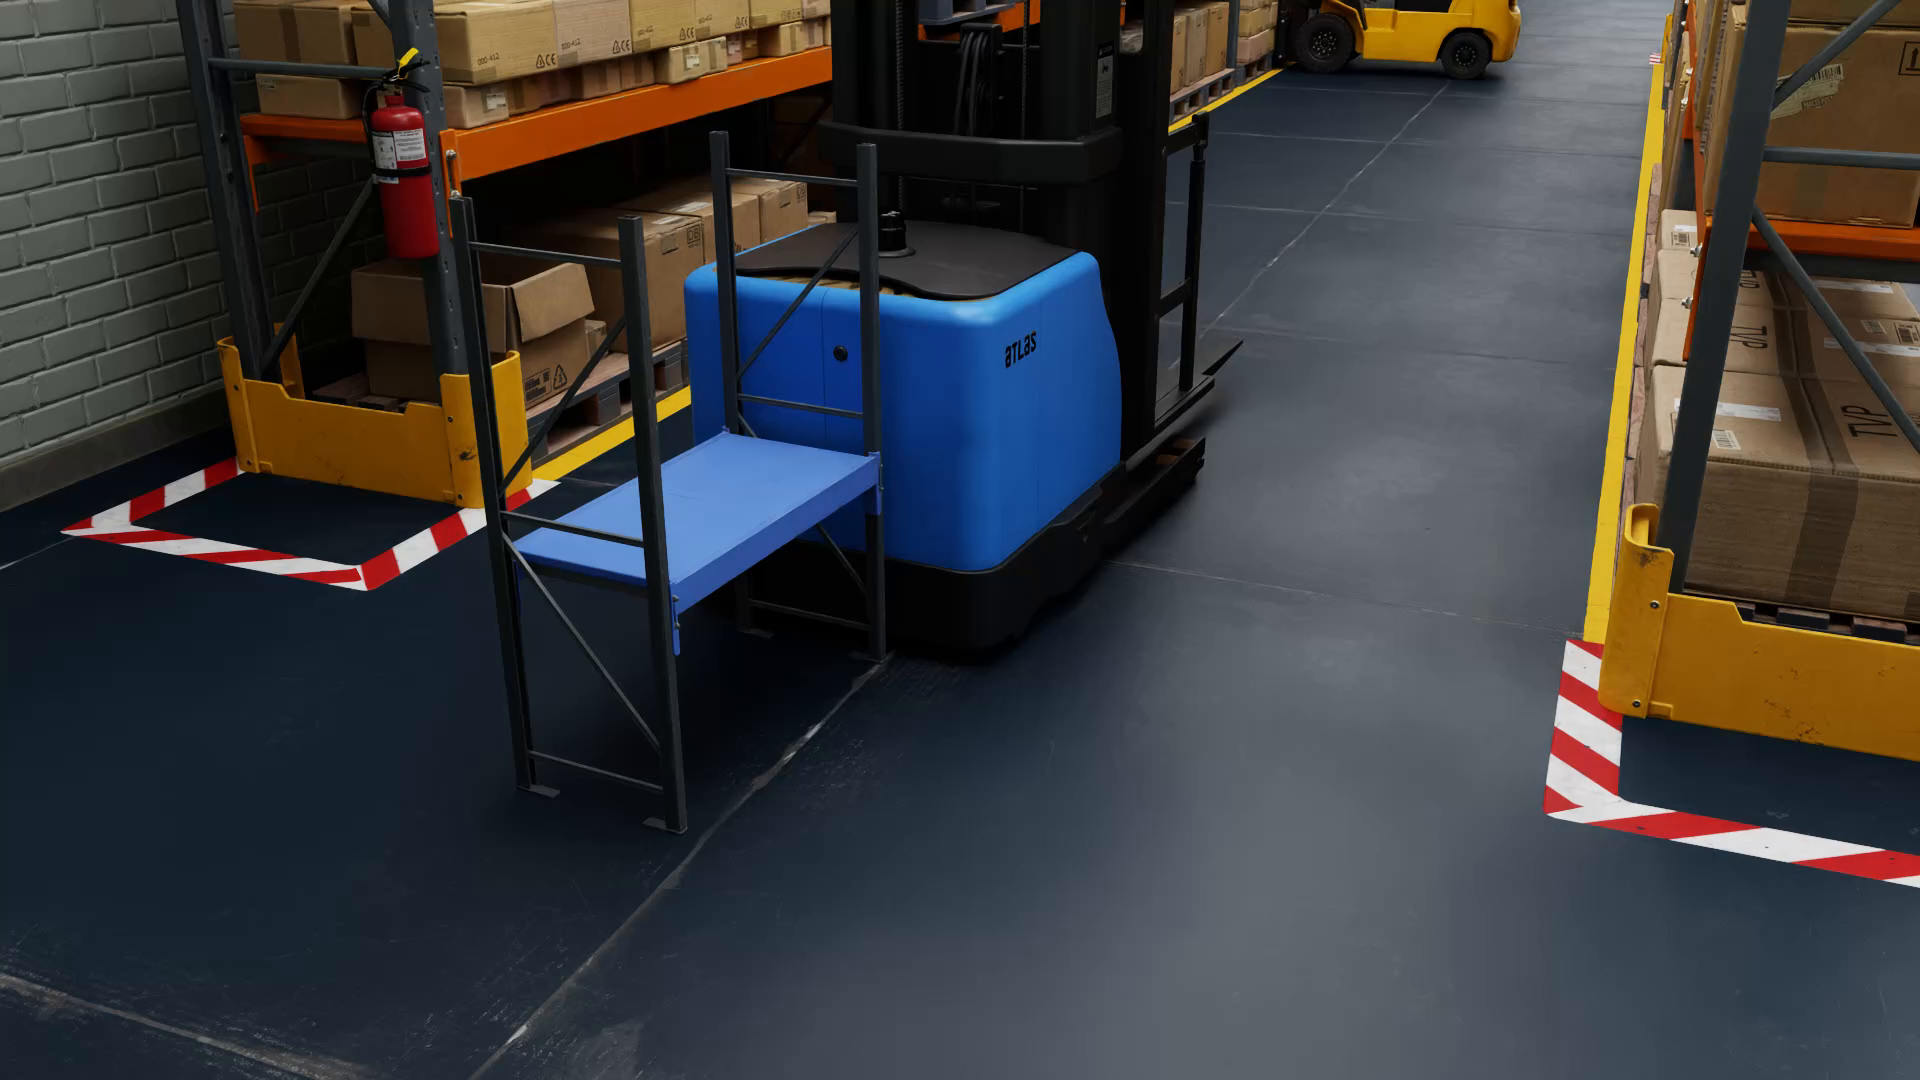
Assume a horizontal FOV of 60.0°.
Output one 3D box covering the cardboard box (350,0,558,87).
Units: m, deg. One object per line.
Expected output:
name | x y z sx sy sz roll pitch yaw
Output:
cardboard box | -1.806 -1.799 5.973 0.500 0.250 0.500 9 24 20

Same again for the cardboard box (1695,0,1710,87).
cardboard box | 3.263 -2.065 6.673 0.500 0.500 0.500 9 24 20

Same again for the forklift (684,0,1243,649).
forklift | 0.275 -1.569 5.704 1.130 2.935 3.031 11 25 24

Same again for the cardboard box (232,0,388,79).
cardboard box | -2.301 -1.878 6.162 0.500 0.250 0.500 10 24 22

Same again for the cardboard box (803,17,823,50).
cardboard box | -0.896 -2.489 8.144 0.380 0.149 0.250 9 24 21

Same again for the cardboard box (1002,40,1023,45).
cardboard box | 0.264 -3.667 12.495 0.380 0.149 0.250 10 25 23

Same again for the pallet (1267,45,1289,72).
pallet | 3.018 -5.331 18.239 1.003 0.211 1.213 9 24 20

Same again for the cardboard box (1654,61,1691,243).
cardboard box | 4.355 -2.100 9.098 0.875 0.875 0.875 10 24 22

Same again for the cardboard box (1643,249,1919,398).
cardboard box | 3.206 -0.811 6.579 0.875 0.438 0.875 8 24 18

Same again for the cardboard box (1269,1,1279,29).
cardboard box | 3.081 -5.545 17.506 0.500 0.250 0.500 9 24 20

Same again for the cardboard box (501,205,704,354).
cardboard box | -1.556 -1.153 7.317 0.700 0.500 0.500 10 25 22

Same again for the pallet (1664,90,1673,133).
pallet | 6.555 -3.626 14.158 1.003 0.211 1.213 9 24 20

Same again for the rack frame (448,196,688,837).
rack frame | -0.895 -0.021 3.854 0.500 1.500 0.032 11 25 24

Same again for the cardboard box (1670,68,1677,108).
cardboard box | 6.386 -3.727 13.646 0.950 0.372 0.625 10 25 23

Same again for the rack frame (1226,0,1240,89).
rack frame | 2.232 -5.901 15.986 1.000 3.000 0.127 9 24 20

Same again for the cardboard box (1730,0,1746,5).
cardboard box | 2.510 -1.803 4.748 0.500 0.500 0.500 9 24 20

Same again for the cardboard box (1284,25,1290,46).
cardboard box | 3.277 -5.501 18.050 0.500 0.250 0.500 10 25 22

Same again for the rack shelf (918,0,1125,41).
rack shelf | 0.004 -3.422 10.984 1.077 0.370 4.000 9 24 20

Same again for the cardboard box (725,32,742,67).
cardboard box | -1.213 -2.223 7.505 0.380 0.149 0.250 9 24 20

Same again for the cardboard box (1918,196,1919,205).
cardboard box | 2.830 -1.074 4.301 0.500 0.500 0.500 9 24 20

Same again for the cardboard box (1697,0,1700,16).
cardboard box | 4.386 -3.002 9.239 0.500 0.250 0.500 9 24 20

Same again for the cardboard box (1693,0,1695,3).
cardboard box | 4.941 -3.552 10.557 0.500 0.250 0.500 8 24 19

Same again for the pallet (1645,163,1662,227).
pallet | 4.994 -2.202 10.749 1.003 0.211 1.213 9 24 20

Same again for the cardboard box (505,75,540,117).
cardboard box | -1.797 -1.667 6.175 0.380 0.149 0.250 9 24 21

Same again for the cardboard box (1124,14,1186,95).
cardboard box | 1.476 -4.265 14.605 0.875 0.625 0.625 8 24 18

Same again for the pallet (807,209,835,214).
pallet | -0.472 -2.048 10.379 1.003 0.211 1.213 9 24 20

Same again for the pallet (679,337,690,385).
pallet | -1.447 -1.068 8.033 1.003 0.211 1.213 9 24 20

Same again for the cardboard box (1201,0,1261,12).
cardboard box | 2.703 -5.416 16.549 0.500 0.250 0.500 8 24 19

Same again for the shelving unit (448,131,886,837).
shelving unit | -0.671 -0.197 4.276 0.538 1.500 1.048 11 25 24

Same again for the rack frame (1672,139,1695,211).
rack frame | 3.871 -2.329 7.434 1.000 3.000 0.127 9 24 20

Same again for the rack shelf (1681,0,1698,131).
rack shelf | 4.614 -2.713 9.286 1.077 0.370 4.000 9 24 20

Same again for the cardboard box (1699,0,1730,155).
cardboard box | 2.701 -1.517 5.361 0.500 0.500 0.500 10 24 22

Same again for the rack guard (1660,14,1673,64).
rack guard | 8.300 -5.443 18.131 1.175 0.500 0.348 9 24 20

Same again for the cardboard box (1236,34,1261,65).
cardboard box | 2.719 -4.952 16.736 0.500 0.250 0.500 9 24 21

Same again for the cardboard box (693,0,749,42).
cardboard box | -1.264 -2.347 7.286 0.500 0.250 0.500 8 24 19

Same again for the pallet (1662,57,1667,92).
pallet | 7.511 -4.589 16.462 1.003 0.211 1.213 9 24 20

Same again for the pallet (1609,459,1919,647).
pallet | 2.609 0.092 5.256 1.003 0.211 1.213 9 24 20

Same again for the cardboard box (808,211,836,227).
cardboard box | -0.806 -1.601 8.694 0.396 0.266 0.258 10 25 22

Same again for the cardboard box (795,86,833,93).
cardboard box | -0.777 -2.646 10.049 0.380 0.149 0.250 9 24 20

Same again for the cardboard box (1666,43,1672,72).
cardboard box | 7.001 -4.559 15.795 0.500 0.250 0.500 8 24 19

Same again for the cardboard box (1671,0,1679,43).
cardboard box | 7.189 -5.078 16.065 0.500 0.500 0.500 10 25 23

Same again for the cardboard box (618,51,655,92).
cardboard box | -1.487 -1.944 6.837 0.380 0.149 0.250 9 24 21

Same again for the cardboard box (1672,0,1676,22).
cardboard box | 7.763 -5.637 17.402 0.500 0.500 0.500 8 24 18

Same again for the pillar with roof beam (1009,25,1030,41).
pillar with roof beam | 4.391 -7.217 11.353 9.100 9.000 0.400 9 24 20
